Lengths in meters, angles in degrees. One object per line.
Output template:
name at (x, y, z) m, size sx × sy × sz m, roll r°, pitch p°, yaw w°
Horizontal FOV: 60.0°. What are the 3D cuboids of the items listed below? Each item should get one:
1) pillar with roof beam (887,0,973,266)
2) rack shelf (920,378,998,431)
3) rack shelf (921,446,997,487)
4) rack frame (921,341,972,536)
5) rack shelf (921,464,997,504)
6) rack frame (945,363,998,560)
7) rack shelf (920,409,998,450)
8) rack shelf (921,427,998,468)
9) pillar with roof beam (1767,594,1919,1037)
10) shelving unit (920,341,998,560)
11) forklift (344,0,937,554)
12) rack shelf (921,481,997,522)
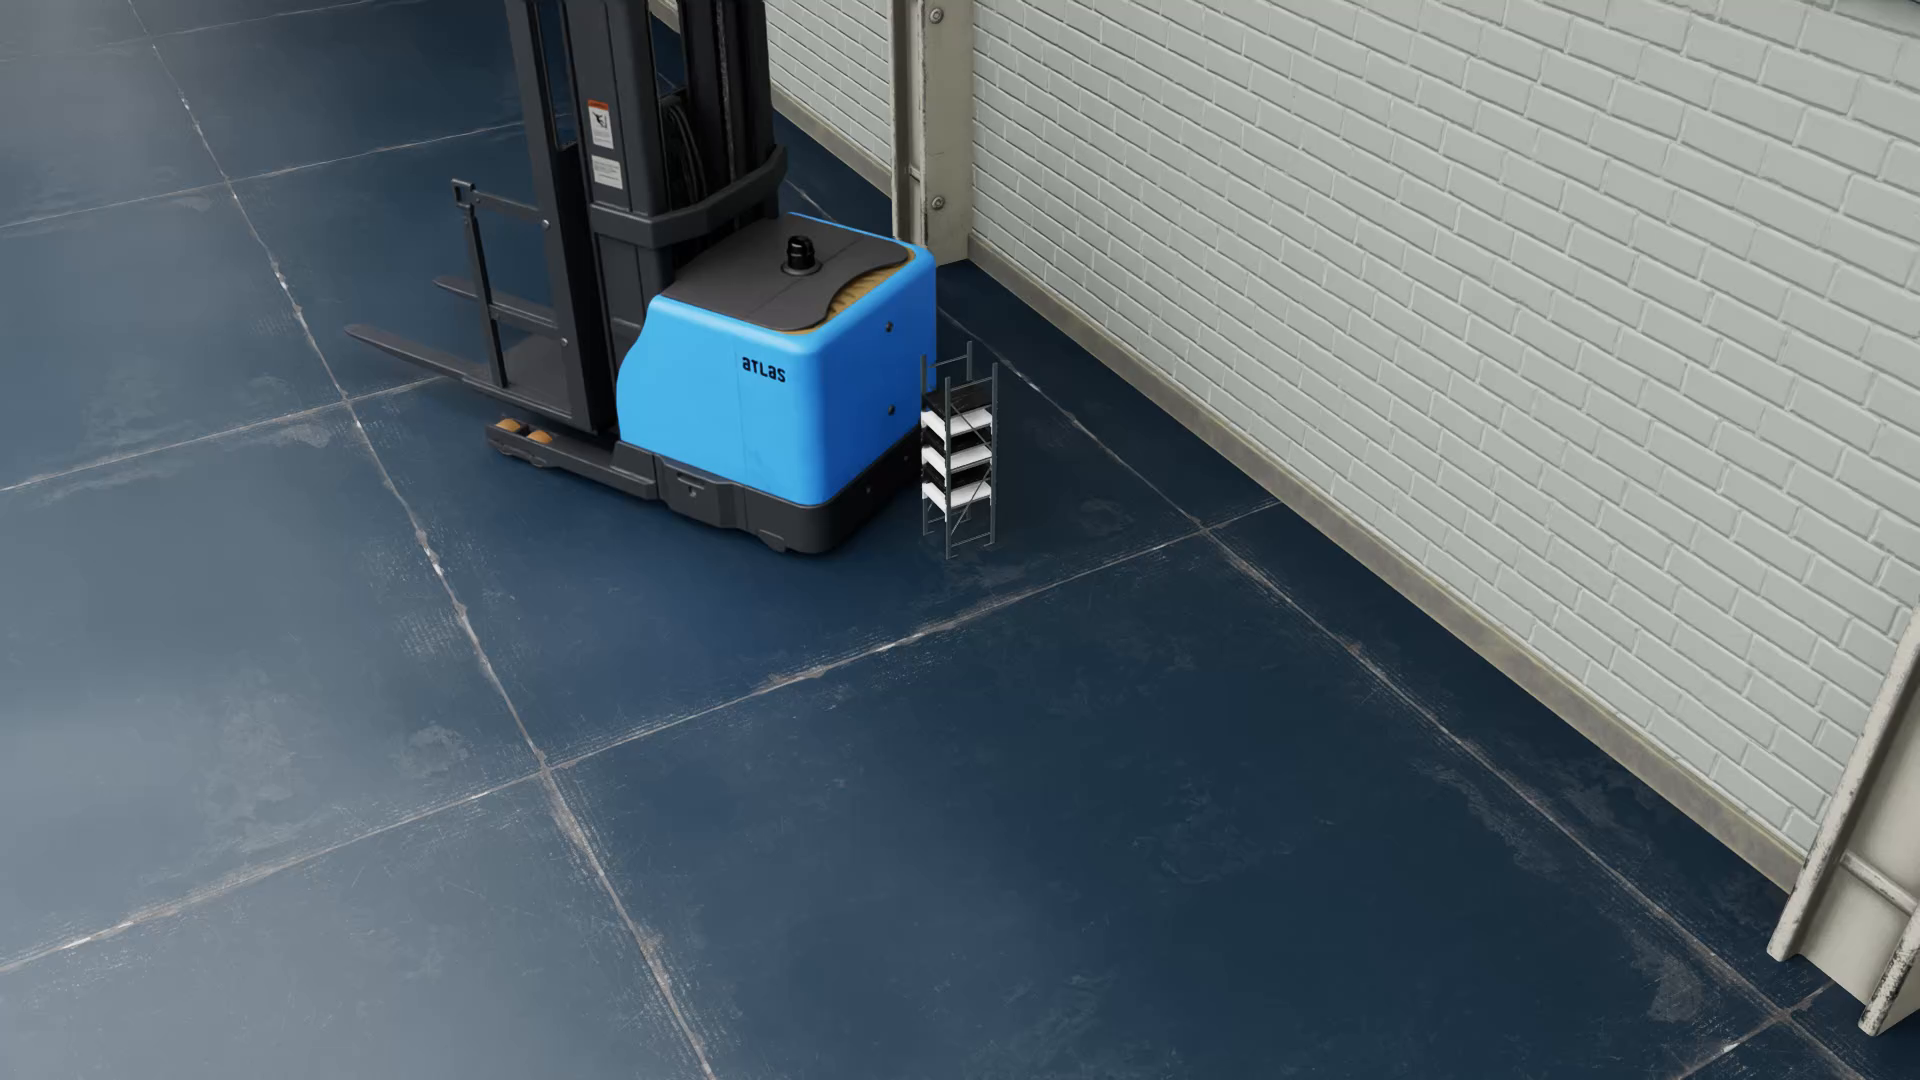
pillar with roof beam at (-3.880, -4.025, 5.132) m, size 9.100 × 9.000 × 0.400 m, roll -19°, pitch 40°, yaw -24°
rack shelf at (-0.004, -0.559, 6.851) m, size 0.258 × 0.077 × 0.200 m, roll -19°, pitch 40°, yaw -24°
rack shelf at (-0.004, -0.341, 7.010) m, size 0.258 × 0.077 × 0.200 m, roll -19°, pitch 40°, yaw -24°
rack frame at (-0.055, -0.419, 7.061) m, size 0.240 × 0.900 × 0.006 m, roll -19°, pitch 40°, yaw -24°
rack shelf at (-0.004, -0.268, 7.063) m, size 0.258 × 0.077 × 0.200 m, roll -19°, pitch 40°, yaw -24°
rack frame at (0.047, -0.316, 6.919) m, size 0.240 × 0.900 × 0.006 m, roll -19°, pitch 40°, yaw -24°
rack shelf at (-0.004, -0.486, 6.904) m, size 0.258 × 0.077 × 0.200 m, roll -19°, pitch 40°, yaw -24°
rack shelf at (-0.004, -0.413, 6.957) m, size 0.258 × 0.077 × 0.200 m, roll -19°, pitch 40°, yaw -24°
pillar with roof beam at (-0.866, -0.965, 0.942) m, size 9.100 × 9.000 × 0.400 m, roll -19°, pitch 40°, yaw -24°
shelving unit at (-0.004, -0.368, 6.990) m, size 0.258 × 0.900 × 0.210 m, roll -19°, pitch 40°, yaw -24°
forklift at (-1.617, -1.768, 7.186) m, size 3.031 × 2.935 × 1.130 m, roll 20°, pitch 40°, yaw 25°
rack shelf at (-0.004, -0.195, 7.116) m, size 0.258 × 0.077 × 0.200 m, roll -19°, pitch 40°, yaw -24°
